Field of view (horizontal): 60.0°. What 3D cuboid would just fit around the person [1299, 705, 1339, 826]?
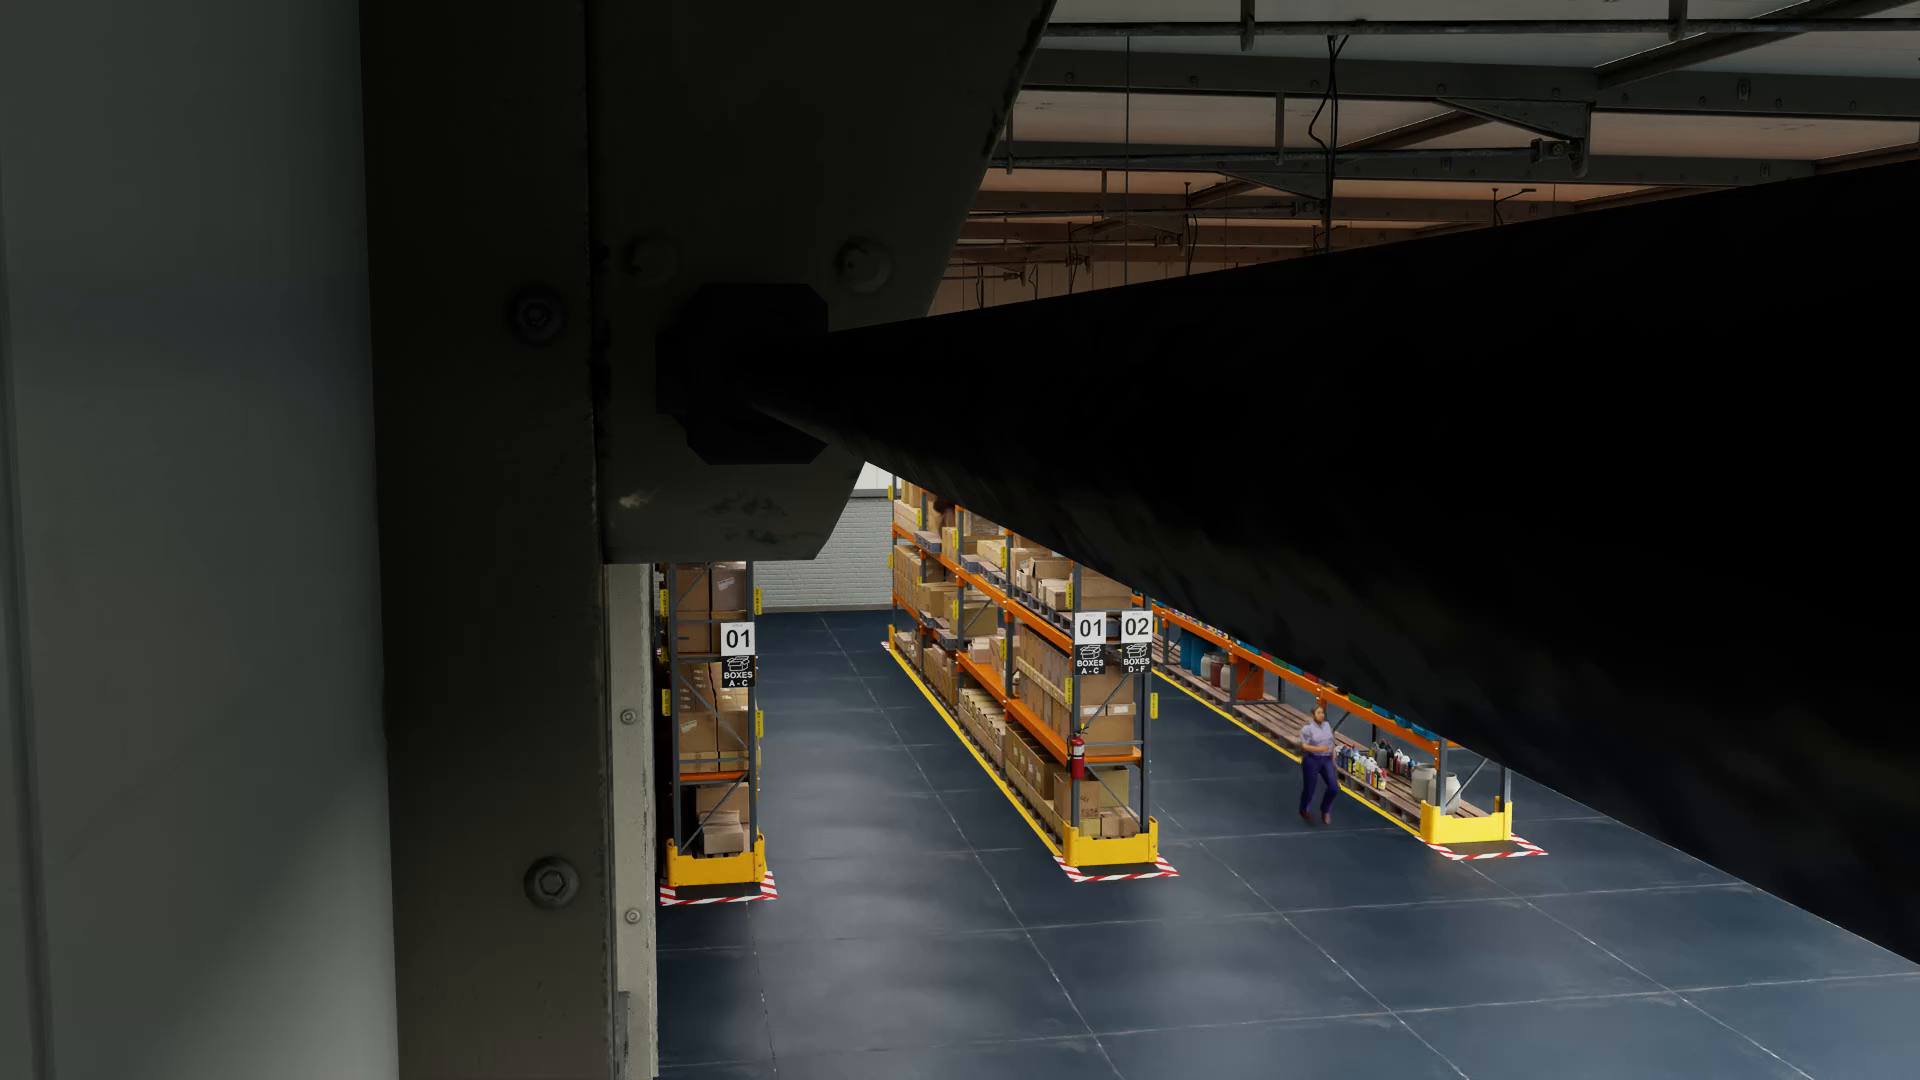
[{"bbox_3d":[4.896,3.076,22.687,0.578,1.660,0.688,-2,6,-17],"label":"person"}]

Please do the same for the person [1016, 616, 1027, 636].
[{"bbox_3d":[1.289,1.750,34.809,0.531,1.732,0.746,-2,7,-19],"label":"person"}]
